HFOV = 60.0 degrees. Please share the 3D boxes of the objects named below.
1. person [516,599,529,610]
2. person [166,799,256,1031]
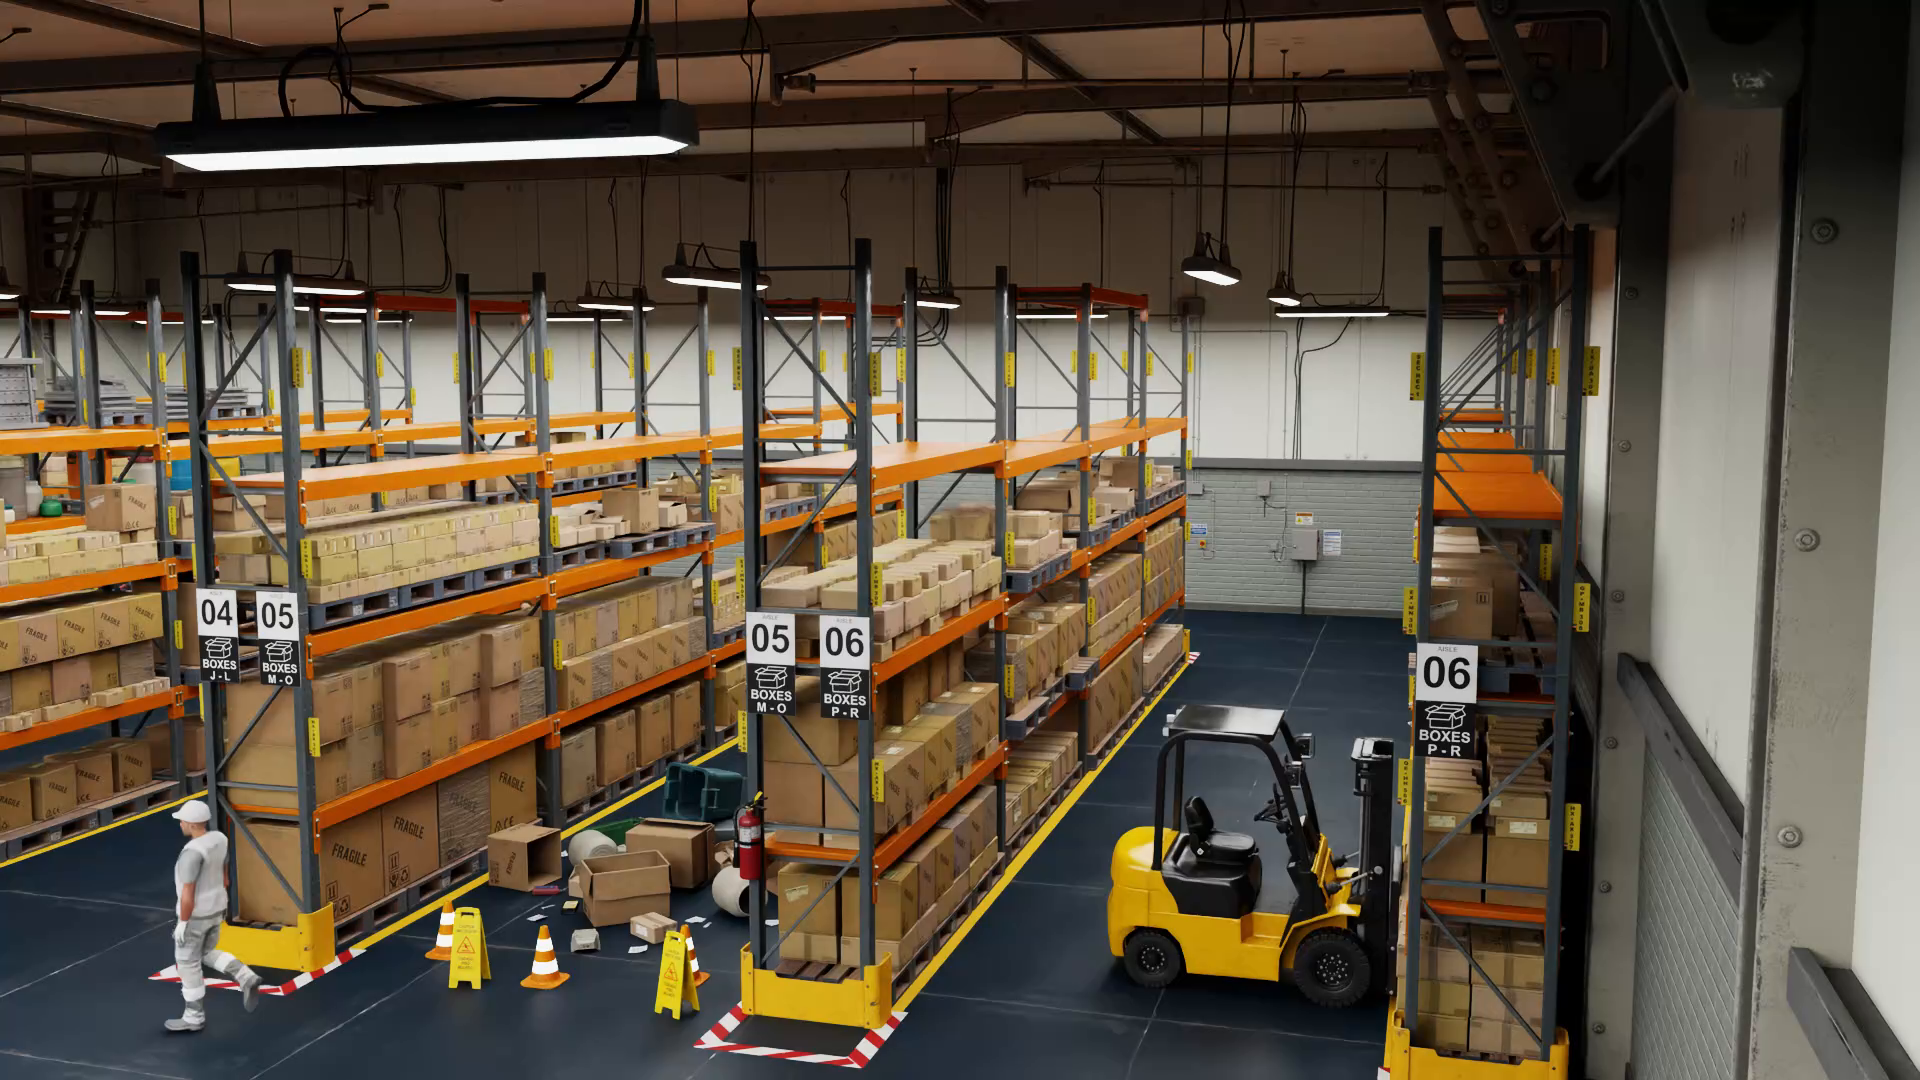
[{"bbox_3d":[-6.330,1.626,24.523,0.509,1.583,0.782,3,7,26],"label":"person"},{"bbox_3d":[-5.760,2.857,12.717,0.619,1.785,0.622,1,7,11],"label":"person"}]
